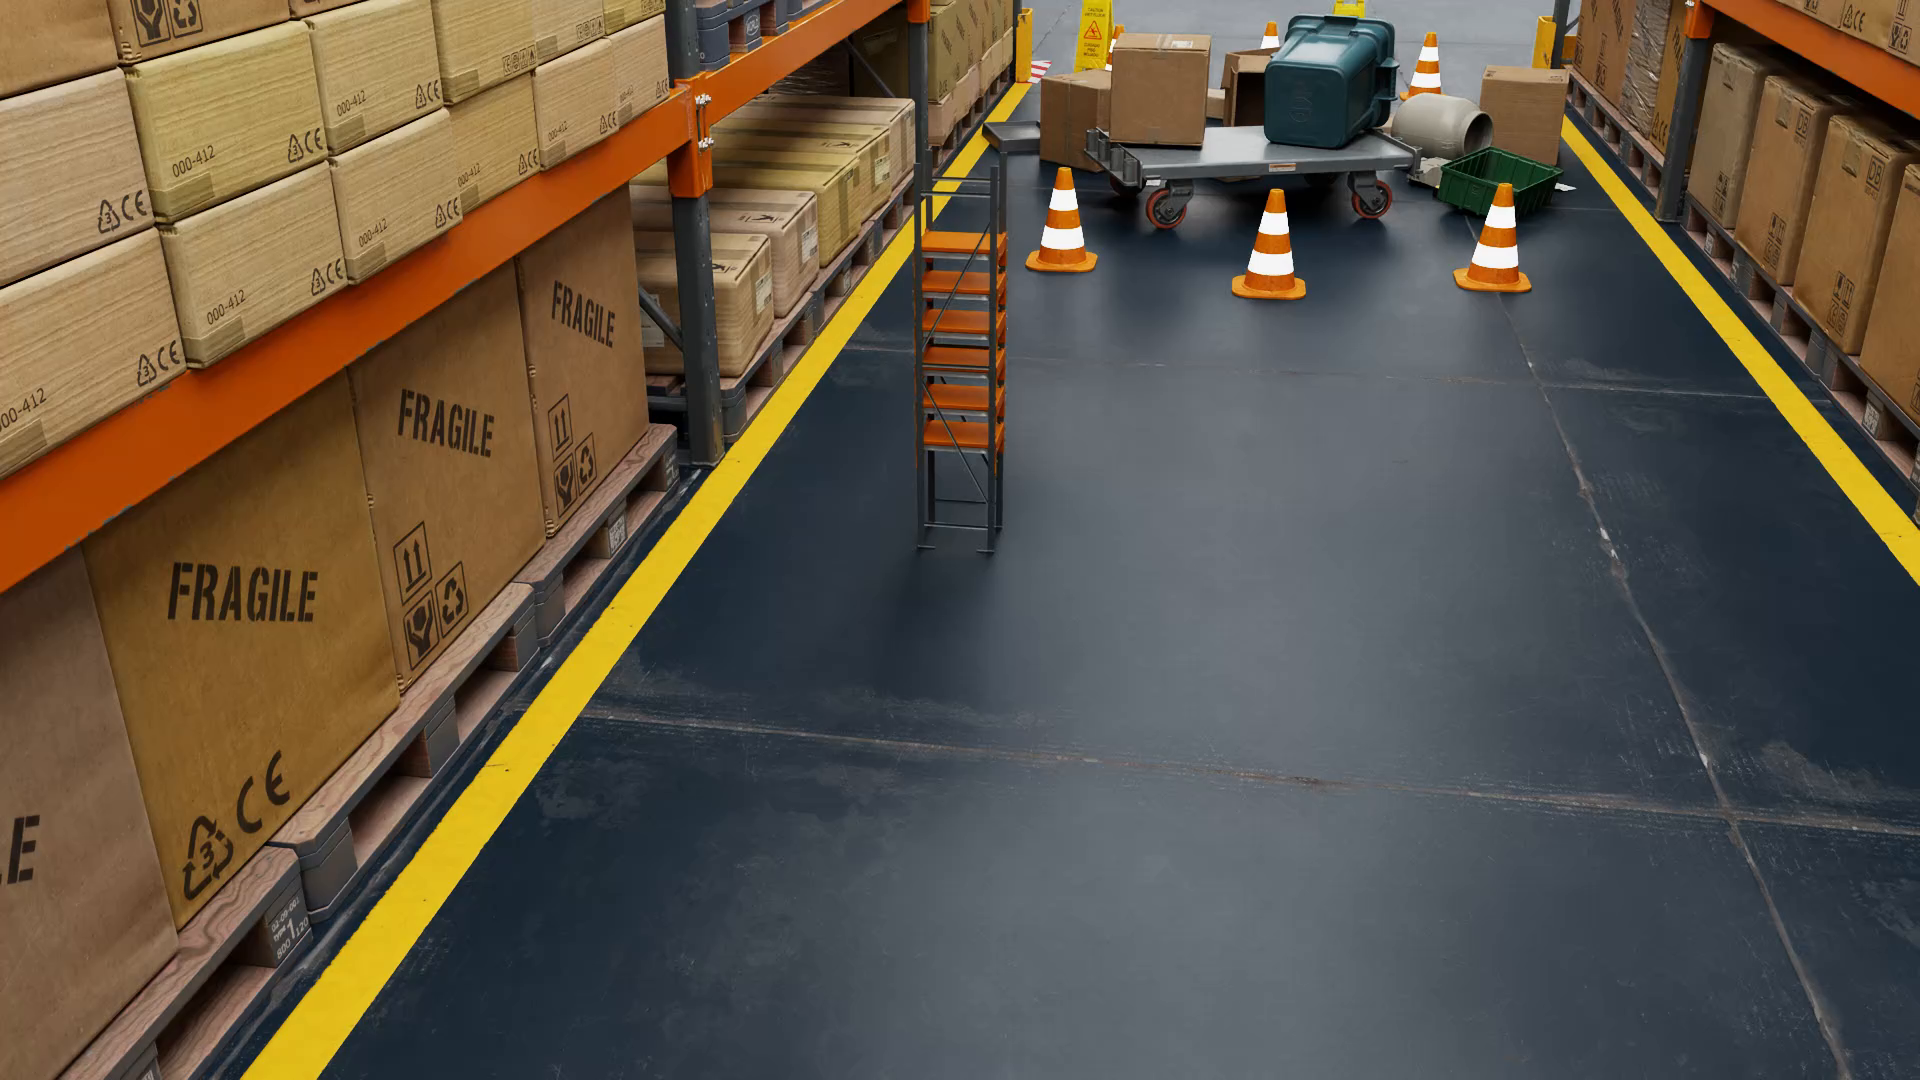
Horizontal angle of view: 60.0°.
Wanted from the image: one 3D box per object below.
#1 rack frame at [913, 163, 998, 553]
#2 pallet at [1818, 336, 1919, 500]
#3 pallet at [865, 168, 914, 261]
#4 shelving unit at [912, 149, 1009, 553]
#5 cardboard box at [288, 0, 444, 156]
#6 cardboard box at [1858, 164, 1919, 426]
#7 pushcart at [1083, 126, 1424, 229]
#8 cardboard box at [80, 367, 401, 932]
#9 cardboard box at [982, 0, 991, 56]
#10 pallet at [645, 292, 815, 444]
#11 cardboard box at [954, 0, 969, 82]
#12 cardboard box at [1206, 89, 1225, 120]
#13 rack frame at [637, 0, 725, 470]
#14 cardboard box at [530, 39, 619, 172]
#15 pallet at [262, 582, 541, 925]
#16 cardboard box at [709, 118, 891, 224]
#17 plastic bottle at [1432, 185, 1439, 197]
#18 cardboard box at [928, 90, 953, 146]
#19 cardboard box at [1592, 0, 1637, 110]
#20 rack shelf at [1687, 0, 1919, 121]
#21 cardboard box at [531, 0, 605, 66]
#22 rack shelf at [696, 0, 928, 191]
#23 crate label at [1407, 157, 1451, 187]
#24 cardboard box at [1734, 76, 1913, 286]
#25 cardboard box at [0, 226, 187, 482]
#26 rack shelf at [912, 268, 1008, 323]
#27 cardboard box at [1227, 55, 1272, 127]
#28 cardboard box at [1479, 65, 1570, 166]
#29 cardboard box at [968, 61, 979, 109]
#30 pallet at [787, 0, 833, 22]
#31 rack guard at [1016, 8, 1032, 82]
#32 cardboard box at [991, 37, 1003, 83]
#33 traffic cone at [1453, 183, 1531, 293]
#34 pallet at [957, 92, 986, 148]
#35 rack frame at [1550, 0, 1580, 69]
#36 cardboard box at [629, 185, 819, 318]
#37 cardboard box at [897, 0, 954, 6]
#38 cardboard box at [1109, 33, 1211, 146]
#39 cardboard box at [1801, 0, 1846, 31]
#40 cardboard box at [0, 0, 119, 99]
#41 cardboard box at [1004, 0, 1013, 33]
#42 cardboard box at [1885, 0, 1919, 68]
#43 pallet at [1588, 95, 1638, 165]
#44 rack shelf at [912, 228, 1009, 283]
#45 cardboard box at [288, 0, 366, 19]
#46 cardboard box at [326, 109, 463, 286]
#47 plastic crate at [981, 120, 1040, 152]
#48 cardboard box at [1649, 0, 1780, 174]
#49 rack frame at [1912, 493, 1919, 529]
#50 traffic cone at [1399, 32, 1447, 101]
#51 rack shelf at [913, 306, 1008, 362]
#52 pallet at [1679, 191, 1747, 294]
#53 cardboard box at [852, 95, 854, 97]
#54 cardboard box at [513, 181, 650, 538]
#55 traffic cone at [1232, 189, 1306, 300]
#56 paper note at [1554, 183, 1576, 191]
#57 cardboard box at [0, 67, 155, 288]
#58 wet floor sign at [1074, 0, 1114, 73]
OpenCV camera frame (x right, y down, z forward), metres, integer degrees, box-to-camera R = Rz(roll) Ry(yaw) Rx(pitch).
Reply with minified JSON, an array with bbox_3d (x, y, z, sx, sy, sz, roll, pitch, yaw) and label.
[{"bbox_3d":[-0.013,-0.511,4.927,0.240,1.200,0.006,4,25,9],"label":"rack frame"},{"bbox_3d":[3.770,-0.424,5.907,1.003,0.211,1.213,4,25,9],"label":"pallet"},{"bbox_3d":[-0.805,-1.747,8.734,1.003,0.211,1.213,4,25,9],"label":"pallet"},{"bbox_3d":[0.002,-0.549,5.009,0.258,1.200,0.189,4,25,9],"label":"shelving unit"},{"bbox_3d":[-1.390,-0.954,3.337,0.500,0.250,0.500,3,25,7],"label":"cardboard box"},{"bbox_3d":[3.755,-0.782,5.541,1.050,0.750,0.750,4,25,8],"label":"cardboard box"},{"bbox_3d":[1.578,-2.011,9.102,1.648,0.377,0.936,-5,25,-10],"label":"pushcart"},{"bbox_3d":[-1.825,0.139,3.426,0.875,0.875,0.875,5,26,10],"label":"cardboard box"},{"bbox_3d":[-0.071,-3.511,11.077,0.500,0.500,0.500,3,25,7],"label":"cardboard box"},{"bbox_3d":[-1.204,-0.727,6.554,1.003,0.211,1.213,4,25,9],"label":"pallet"},{"bbox_3d":[-0.241,-3.073,10.141,0.500,0.500,0.500,5,26,11],"label":"cardboard box"},{"bbox_3d":[1.753,-3.030,11.548,0.380,0.149,0.250,19,31,35],"label":"cardboard box"},{"bbox_3d":[-1.333,-1.663,5.265,1.000,3.000,0.127,4,25,9],"label":"rack frame"},{"bbox_3d":[-1.228,-1.151,4.347,0.500,0.250,0.500,4,25,9],"label":"cardboard box"},{"bbox_3d":[-1.738,0.433,4.076,1.003,0.211,1.213,4,25,9],"label":"pallet"},{"bbox_3d":[-0.877,-1.816,8.195,0.950,0.372,0.625,6,26,12],"label":"cardboard box"},{"bbox_3d":[2.777,-1.925,9.290,0.133,0.061,0.283,-9,27,-19],"label":"plastic bottle"},{"bbox_3d":[-0.317,-2.509,9.820,0.500,0.250,0.500,3,25,6],"label":"cardboard box"},{"bbox_3d":[4.687,-3.280,10.730,0.875,0.875,0.875,4,25,8],"label":"cardboard box"},{"bbox_3d":[3.894,-1.873,6.562,1.077,0.370,4.000,4,25,9],"label":"rack shelf"},{"bbox_3d":[-1.242,-1.387,4.262,0.500,0.250,0.500,3,25,7],"label":"cardboard box"},{"bbox_3d":[-1.006,-2.174,7.204,1.077,0.370,4.000,4,25,9],"label":"rack shelf"},{"bbox_3d":[2.749,-2.130,9.638,0.298,0.136,0.250,-14,29,-27],"label":"crate label"},{"bbox_3d":[4.046,-1.538,7.155,1.050,0.750,0.750,4,25,9],"label":"cardboard box"},{"bbox_3d":[-1.572,-0.305,2.539,0.500,0.250,0.500,3,25,7],"label":"cardboard box"},{"bbox_3d":[0.002,-0.727,4.926,0.258,0.103,0.180,4,25,9],"label":"rack shelf"},{"bbox_3d":[2.040,-2.638,10.132,0.797,0.637,0.503,4,25,9],"label":"cardboard box"},{"bbox_3d":[3.462,-2.625,10.265,0.500,0.500,0.500,8,26,18],"label":"cardboard box"},{"bbox_3d":[-0.157,-2.955,10.773,0.500,0.250,0.500,4,25,8],"label":"cardboard box"},{"bbox_3d":[-1.050,-2.407,7.080,1.003,0.211,1.213,4,25,9],"label":"pallet"},{"bbox_3d":[-0.038,-3.845,12.875,1.175,0.500,0.348,4,25,9],"label":"rack guard"},{"bbox_3d":[0.015,-3.381,11.683,0.500,0.250,0.500,4,25,9],"label":"cardboard box"},{"bbox_3d":[2.512,-1.430,7.760,0.336,0.463,0.334,4,25,9],"label":"traffic cone"},{"bbox_3d":[-0.408,-2.868,11.129,1.003,0.211,1.213,4,25,9],"label":"pallet"},{"bbox_3d":[4.874,-4.708,11.771,1.000,3.000,0.127,4,25,9],"label":"rack frame"},{"bbox_3d":[-1.118,-1.208,6.897,0.950,0.372,0.625,4,25,8],"label":"cardboard box"},{"bbox_3d":[-0.237,-3.191,9.626,0.380,0.149,0.250,4,25,9],"label":"cardboard box"},{"bbox_3d":[1.081,-2.436,8.972,0.500,0.500,0.500,4,25,9],"label":"cardboard box"},{"bbox_3d":[3.620,-2.247,6.394,0.500,0.500,0.500,4,25,9],"label":"cardboard box"},{"bbox_3d":[-1.576,-0.867,2.267,0.500,0.500,0.500,4,25,8],"label":"cardboard box"},{"bbox_3d":[0.100,-3.940,11.993,0.500,0.500,0.500,4,25,9],"label":"cardboard box"},{"bbox_3d":[3.458,-1.823,5.489,0.500,0.500,0.500,4,25,9],"label":"cardboard box"},{"bbox_3d":[4.619,-2.597,10.549,1.003,0.211,1.213,4,25,9],"label":"pallet"},{"bbox_3d":[0.002,-0.835,4.875,0.258,0.103,0.180,4,25,9],"label":"rack shelf"},{"bbox_3d":[-1.413,-1.293,3.177,0.500,0.500,0.500,4,25,8],"label":"cardboard box"},{"bbox_3d":[-1.381,-0.726,3.440,0.500,0.250,0.500,4,25,8],"label":"cardboard box"},{"bbox_3d":[0.386,-2.614,10.739,0.402,0.080,0.583,-5,25,-10],"label":"plastic crate"},{"bbox_3d":[4.392,-2.521,9.109,0.875,0.875,0.875,4,25,9],"label":"cardboard box"},{"bbox_3d":[3.567,-1.362,4.622,1.000,3.000,0.127,4,25,9],"label":"rack frame"},{"bbox_3d":[3.386,-3.436,12.044,0.336,0.463,0.334,4,25,9],"label":"traffic cone"},{"bbox_3d":[0.002,-0.618,4.977,0.258,0.103,0.180,4,25,9],"label":"rack shelf"},{"bbox_3d":[4.169,-1.444,8.087,1.003,0.211,1.213,4,25,9],"label":"pallet"},{"bbox_3d":[-0.848,-2.547,9.901,0.500,0.250,0.500,5,26,11],"label":"cardboard box"},{"bbox_3d":[-1.528,-0.608,5.021,0.875,0.875,0.875,4,25,8],"label":"cardboard box"},{"bbox_3d":[1.438,-1.381,7.654,0.336,0.463,0.334,4,25,9],"label":"traffic cone"},{"bbox_3d":[3.437,-2.035,9.561,0.147,0.020,0.142,-14,29,-27],"label":"paper note"},{"bbox_3d":[-1.579,-0.533,2.438,0.500,0.250,0.500,4,25,9],"label":"cardboard box"},{"bbox_3d":[1.061,-3.948,12.923,0.267,0.644,0.232,13,28,26],"label":"wet floor sign"}]
